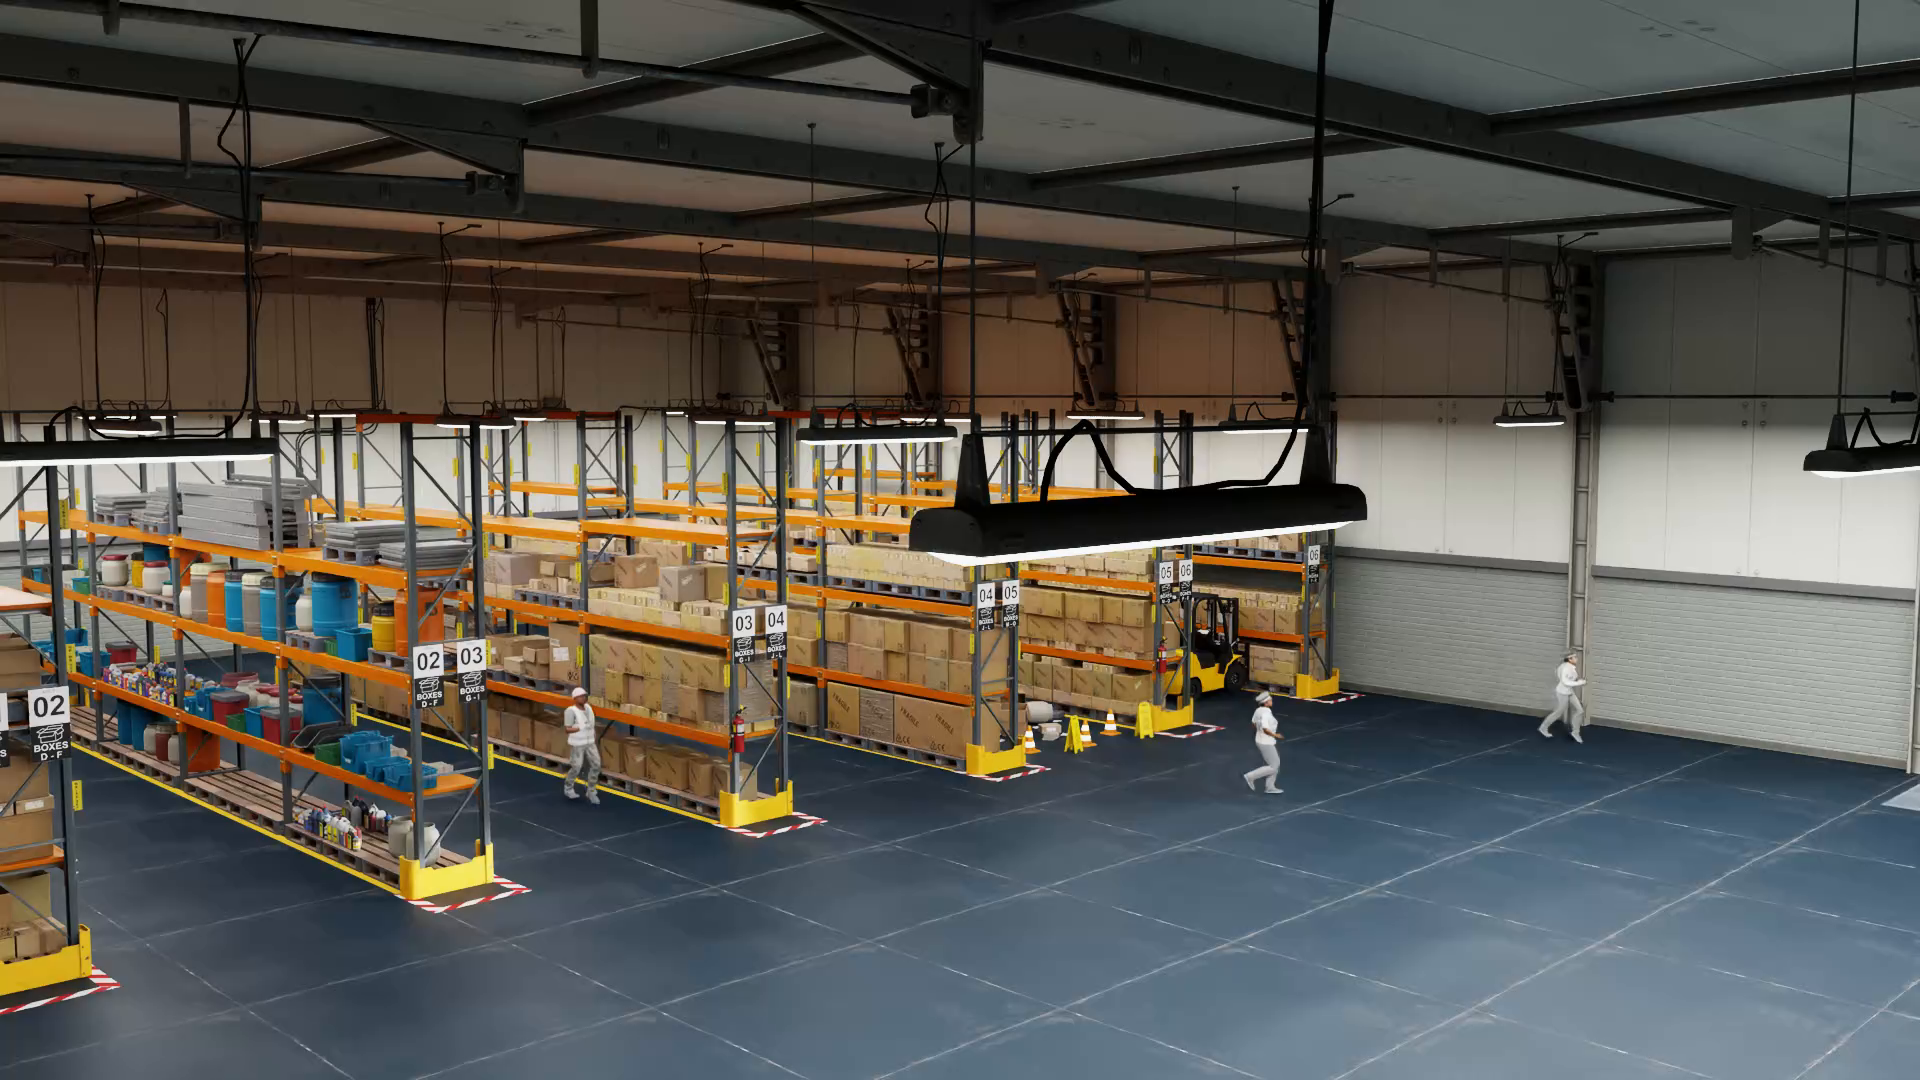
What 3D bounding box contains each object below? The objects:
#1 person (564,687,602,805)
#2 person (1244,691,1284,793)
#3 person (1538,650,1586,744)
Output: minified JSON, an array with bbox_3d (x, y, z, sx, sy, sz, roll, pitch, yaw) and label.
[{"bbox_3d":[-5.863,3.198,25.806,0.735,1.835,0.654,4,6,38],"label":"person"},{"bbox_3d":[4.812,3.212,26.391,0.672,1.654,0.579,-1,5,-6],"label":"person"},{"bbox_3d":[11.045,2.853,30.486,0.831,1.729,0.638,3,6,34],"label":"person"}]
